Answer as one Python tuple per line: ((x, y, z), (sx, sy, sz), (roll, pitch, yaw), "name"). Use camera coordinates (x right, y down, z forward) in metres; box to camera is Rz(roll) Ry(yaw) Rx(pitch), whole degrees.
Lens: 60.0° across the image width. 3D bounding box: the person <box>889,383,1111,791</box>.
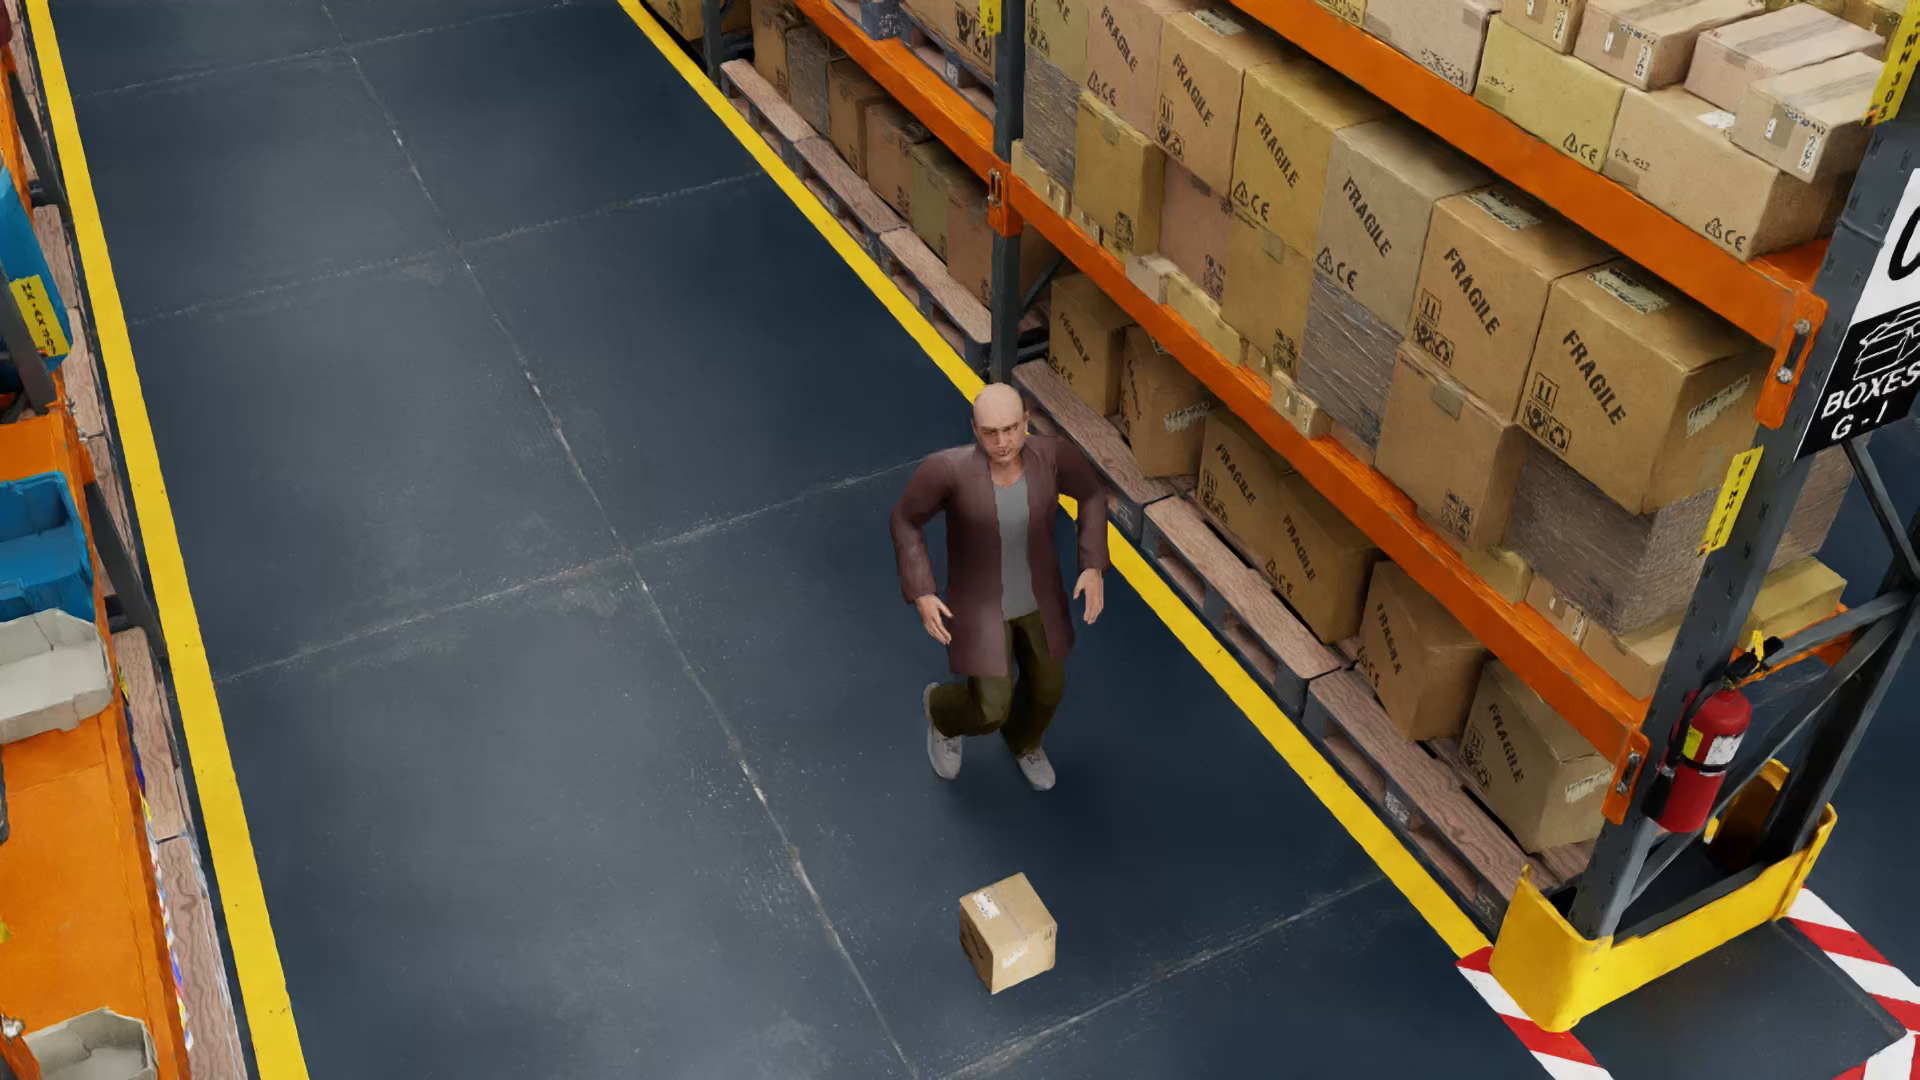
((0.179, 0.228, 5.957), (0.785, 1.715, 0.517), (-15, 43, -16), "person")
